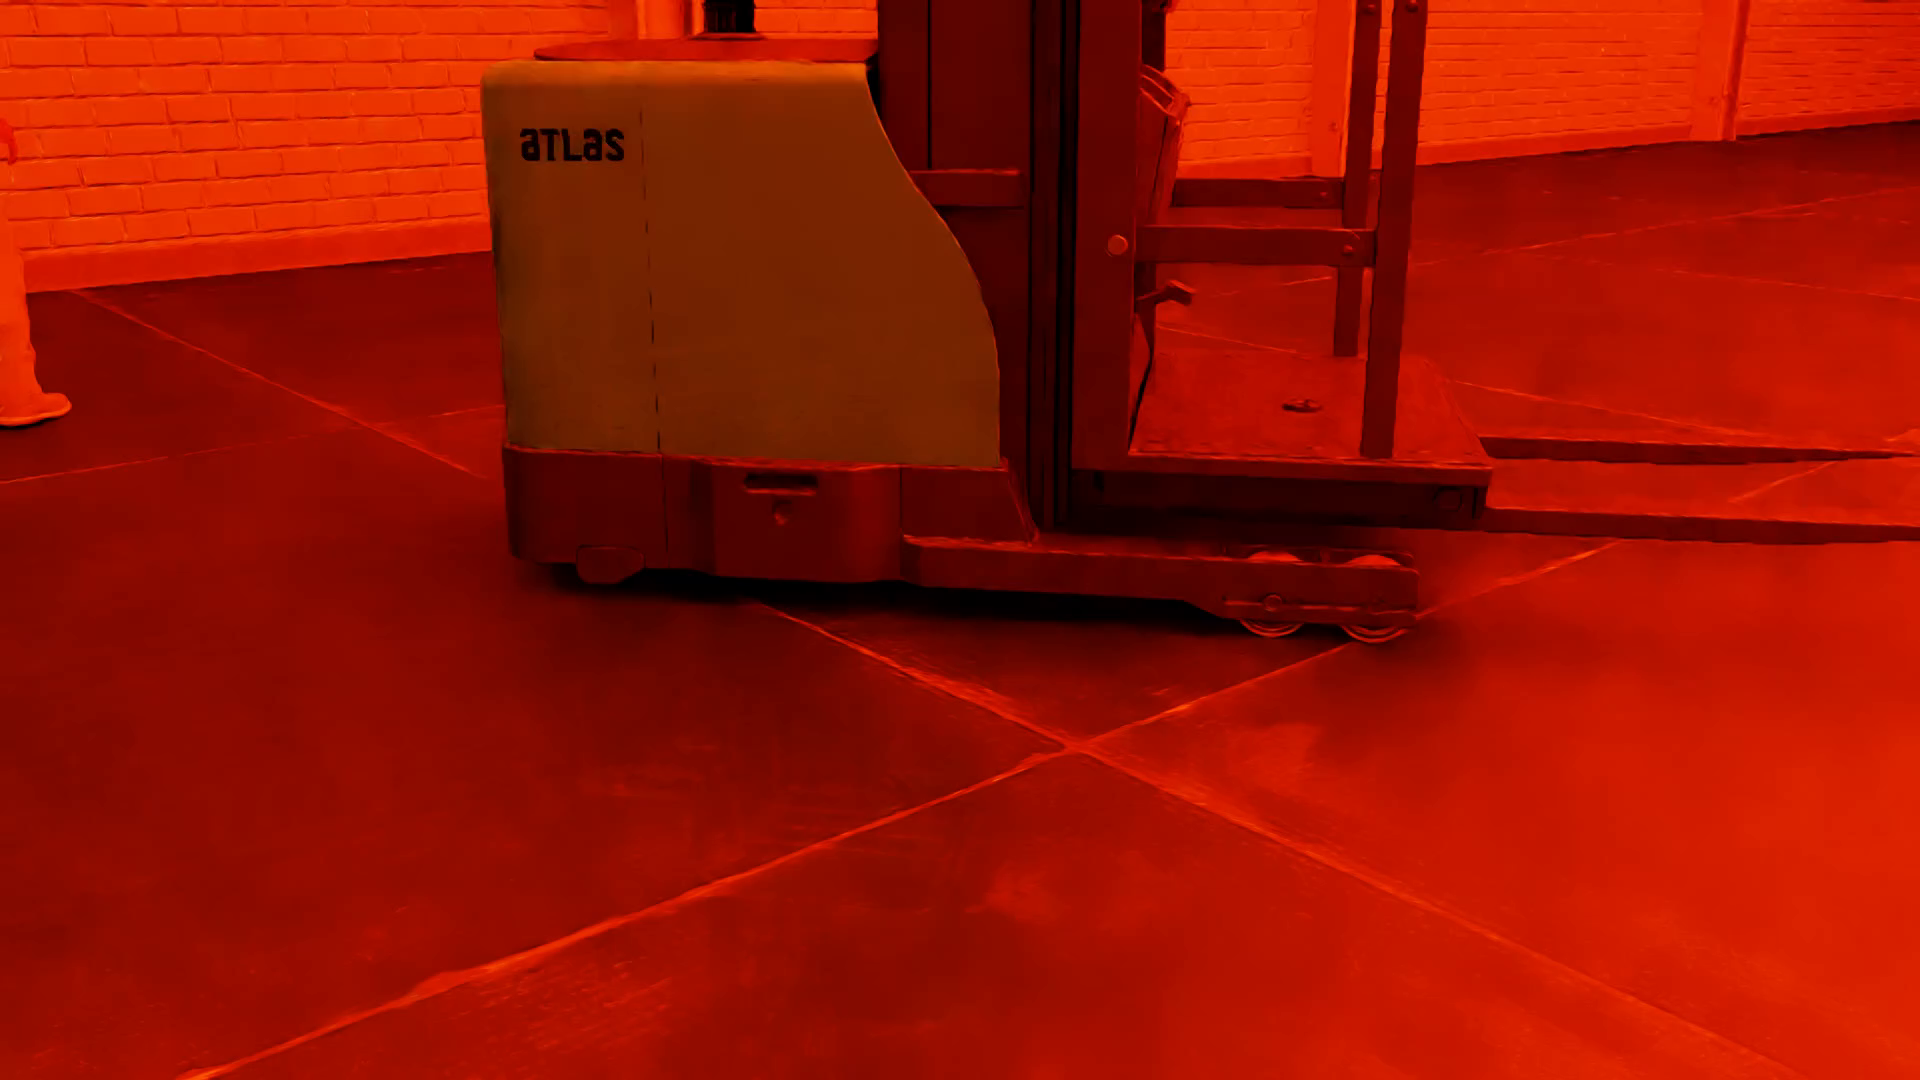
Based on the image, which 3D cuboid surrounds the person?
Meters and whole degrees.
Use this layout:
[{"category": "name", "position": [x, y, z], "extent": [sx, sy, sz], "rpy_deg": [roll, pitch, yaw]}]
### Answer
[{"category": "person", "position": [-2.939, -1.128, 4.690], "extent": [0.663, 1.656, 0.482], "rpy_deg": [3, 18, 10]}]

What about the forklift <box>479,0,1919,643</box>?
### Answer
[{"category": "forklift", "position": [0.604, -1.371, 3.323], "extent": [3.031, 2.935, 1.130], "rpy_deg": [3, 18, 9]}]
